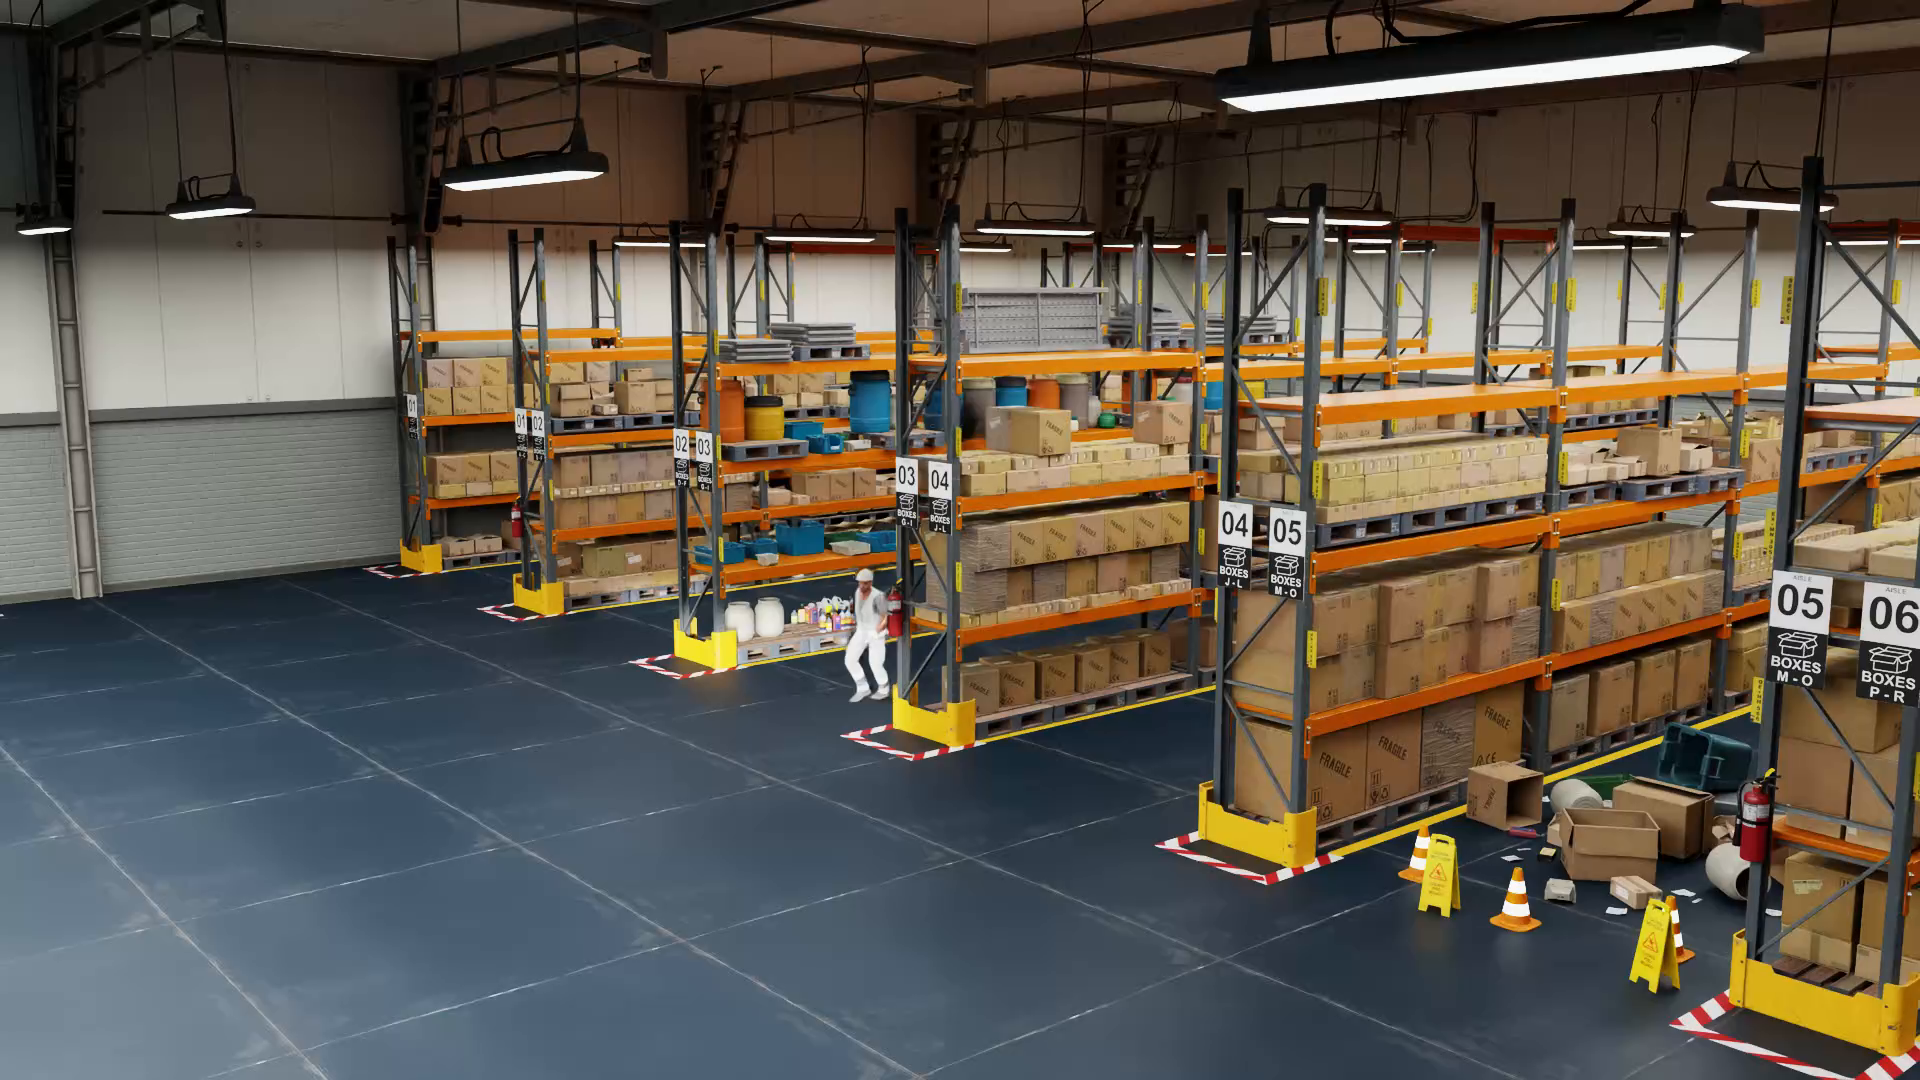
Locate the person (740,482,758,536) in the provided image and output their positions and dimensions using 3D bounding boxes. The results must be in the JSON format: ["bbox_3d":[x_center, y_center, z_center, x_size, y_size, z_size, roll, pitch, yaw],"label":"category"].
[{"bbox_3d":[-3.959,-0.433,31.132,0.581,1.708,0.889,7,11,37],"label":"person"}]

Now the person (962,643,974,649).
[{"bbox_3d":[0.216,0.600,22.486,0.646,1.724,0.857,8,12,41],"label":"person"}]

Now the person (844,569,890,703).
[{"bbox_3d":[-1.108,1.175,20.512,0.710,1.713,0.763,7,11,38],"label":"person"}]
